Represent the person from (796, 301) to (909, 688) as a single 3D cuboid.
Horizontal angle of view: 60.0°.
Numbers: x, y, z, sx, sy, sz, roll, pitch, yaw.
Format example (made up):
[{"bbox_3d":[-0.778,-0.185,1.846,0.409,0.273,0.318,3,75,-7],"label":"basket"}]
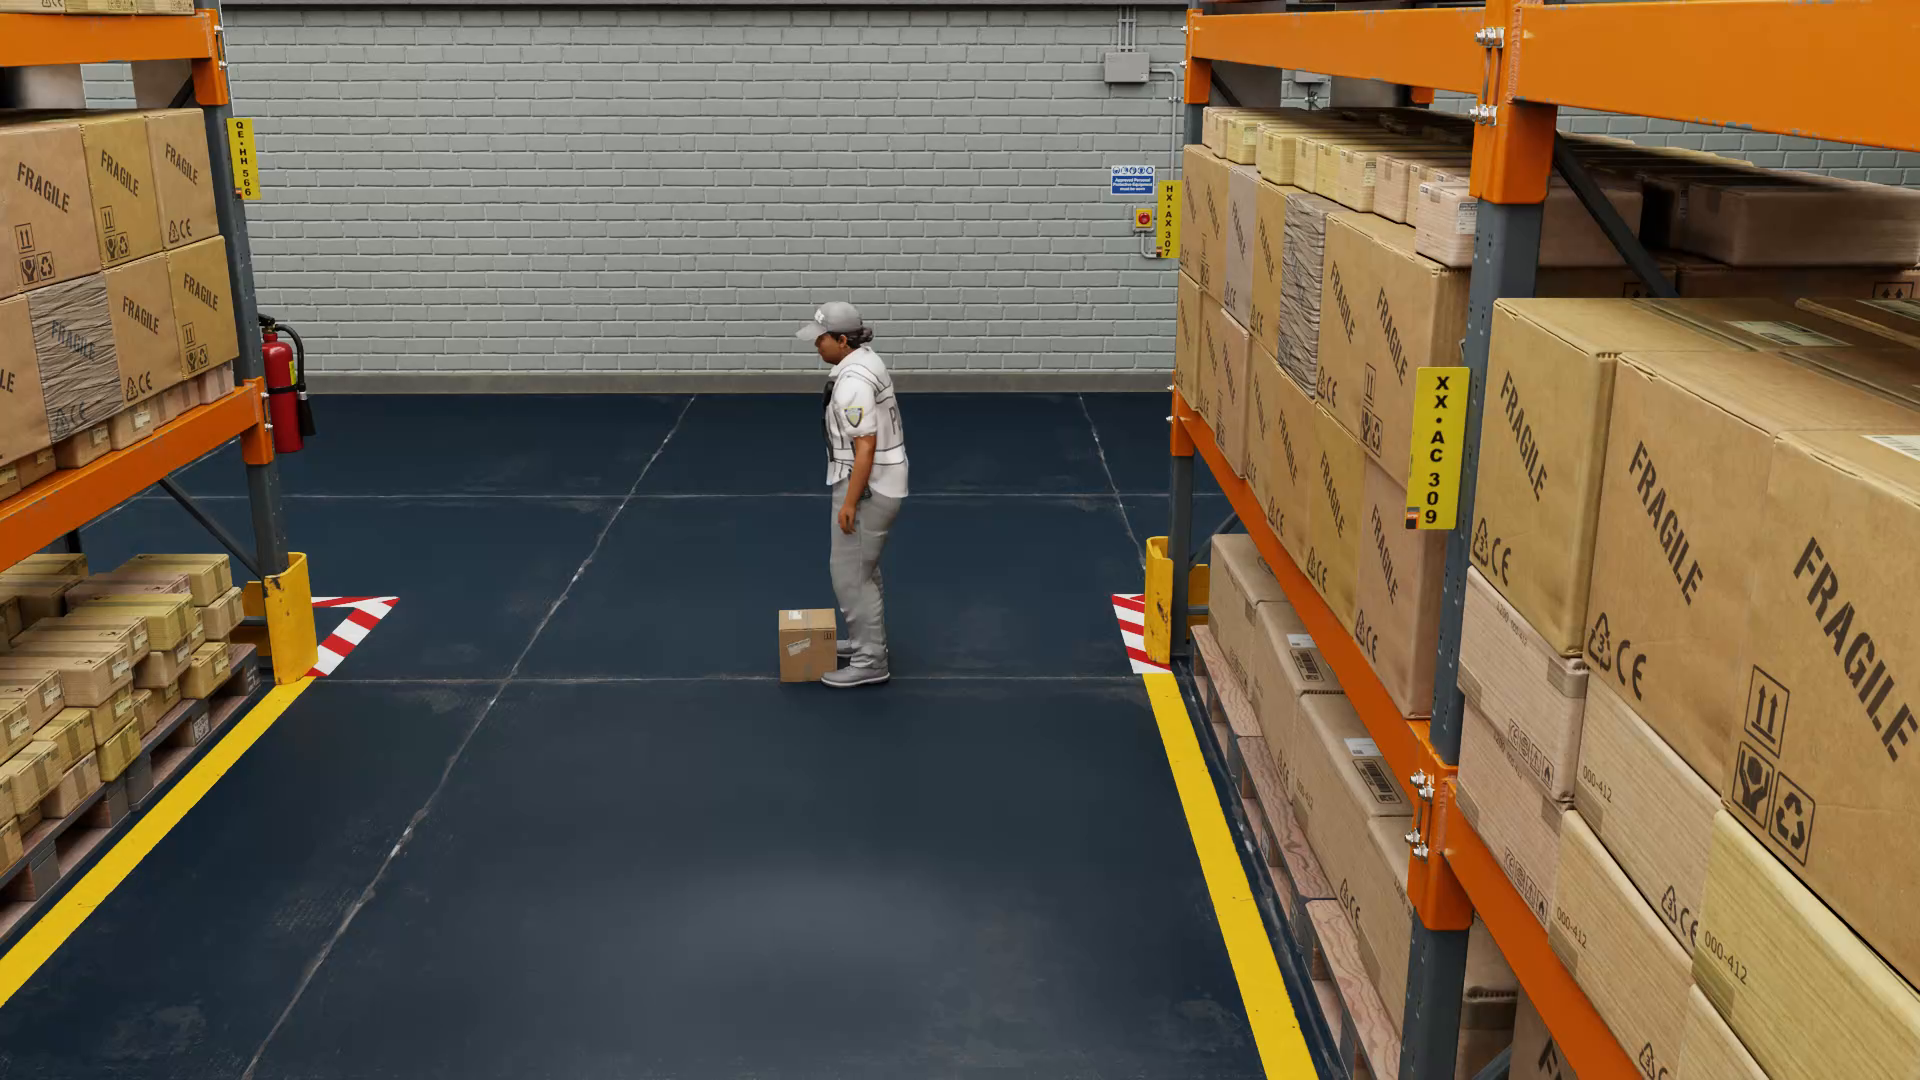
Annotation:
[{"bbox_3d":[-0.455,-0.210,7.212,0.468,1.666,0.537,0,17,-1],"label":"person"}]
